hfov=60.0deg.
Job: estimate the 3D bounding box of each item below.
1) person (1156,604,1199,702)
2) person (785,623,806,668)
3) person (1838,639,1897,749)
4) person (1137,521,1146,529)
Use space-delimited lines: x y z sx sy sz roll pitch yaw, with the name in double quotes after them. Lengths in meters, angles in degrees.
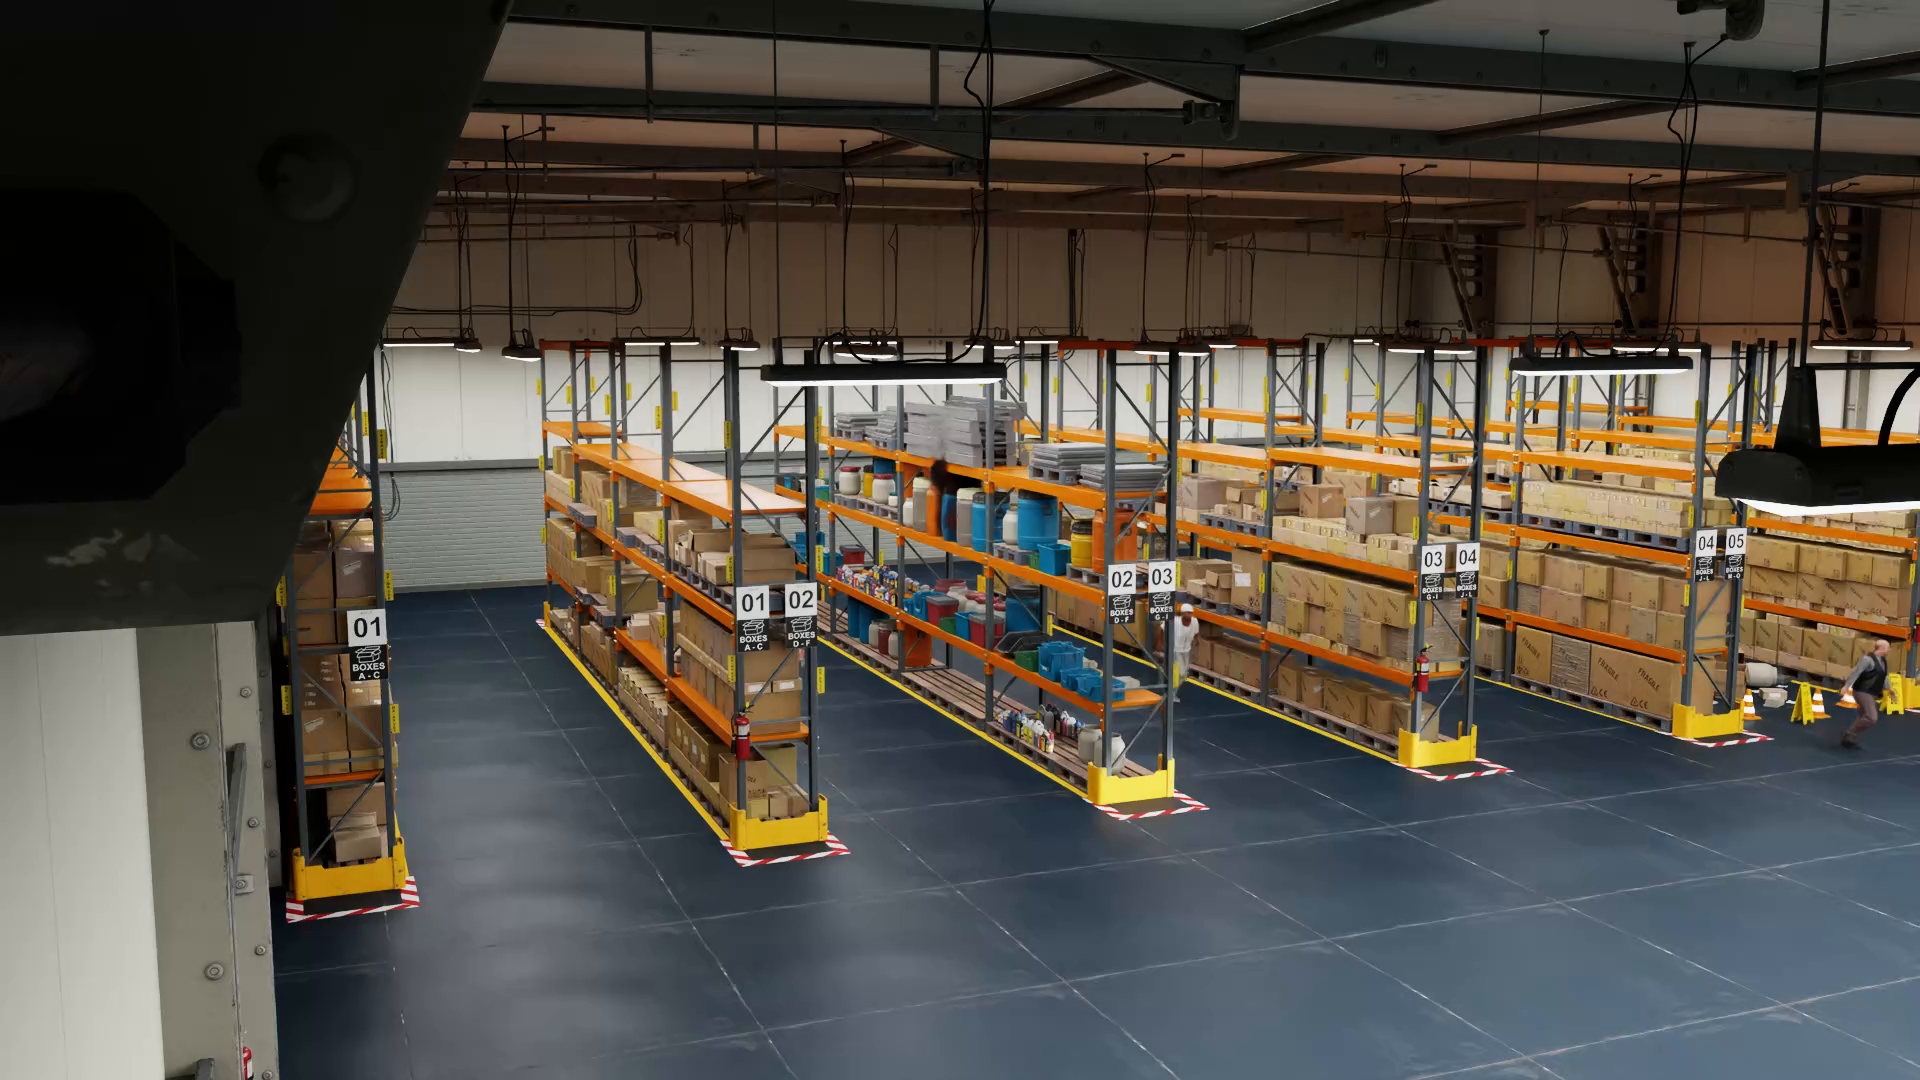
3.697 1.882 27.930 0.672 1.689 0.736 -5 9 -34 "person"
-2.761 2.055 26.415 0.639 1.710 0.711 -6 10 -40 "person"
13.534 2.294 24.770 0.657 1.685 0.649 -6 10 -40 "person"
4.193 0.375 39.674 0.691 1.717 1.002 -2 8 -15 "person"
